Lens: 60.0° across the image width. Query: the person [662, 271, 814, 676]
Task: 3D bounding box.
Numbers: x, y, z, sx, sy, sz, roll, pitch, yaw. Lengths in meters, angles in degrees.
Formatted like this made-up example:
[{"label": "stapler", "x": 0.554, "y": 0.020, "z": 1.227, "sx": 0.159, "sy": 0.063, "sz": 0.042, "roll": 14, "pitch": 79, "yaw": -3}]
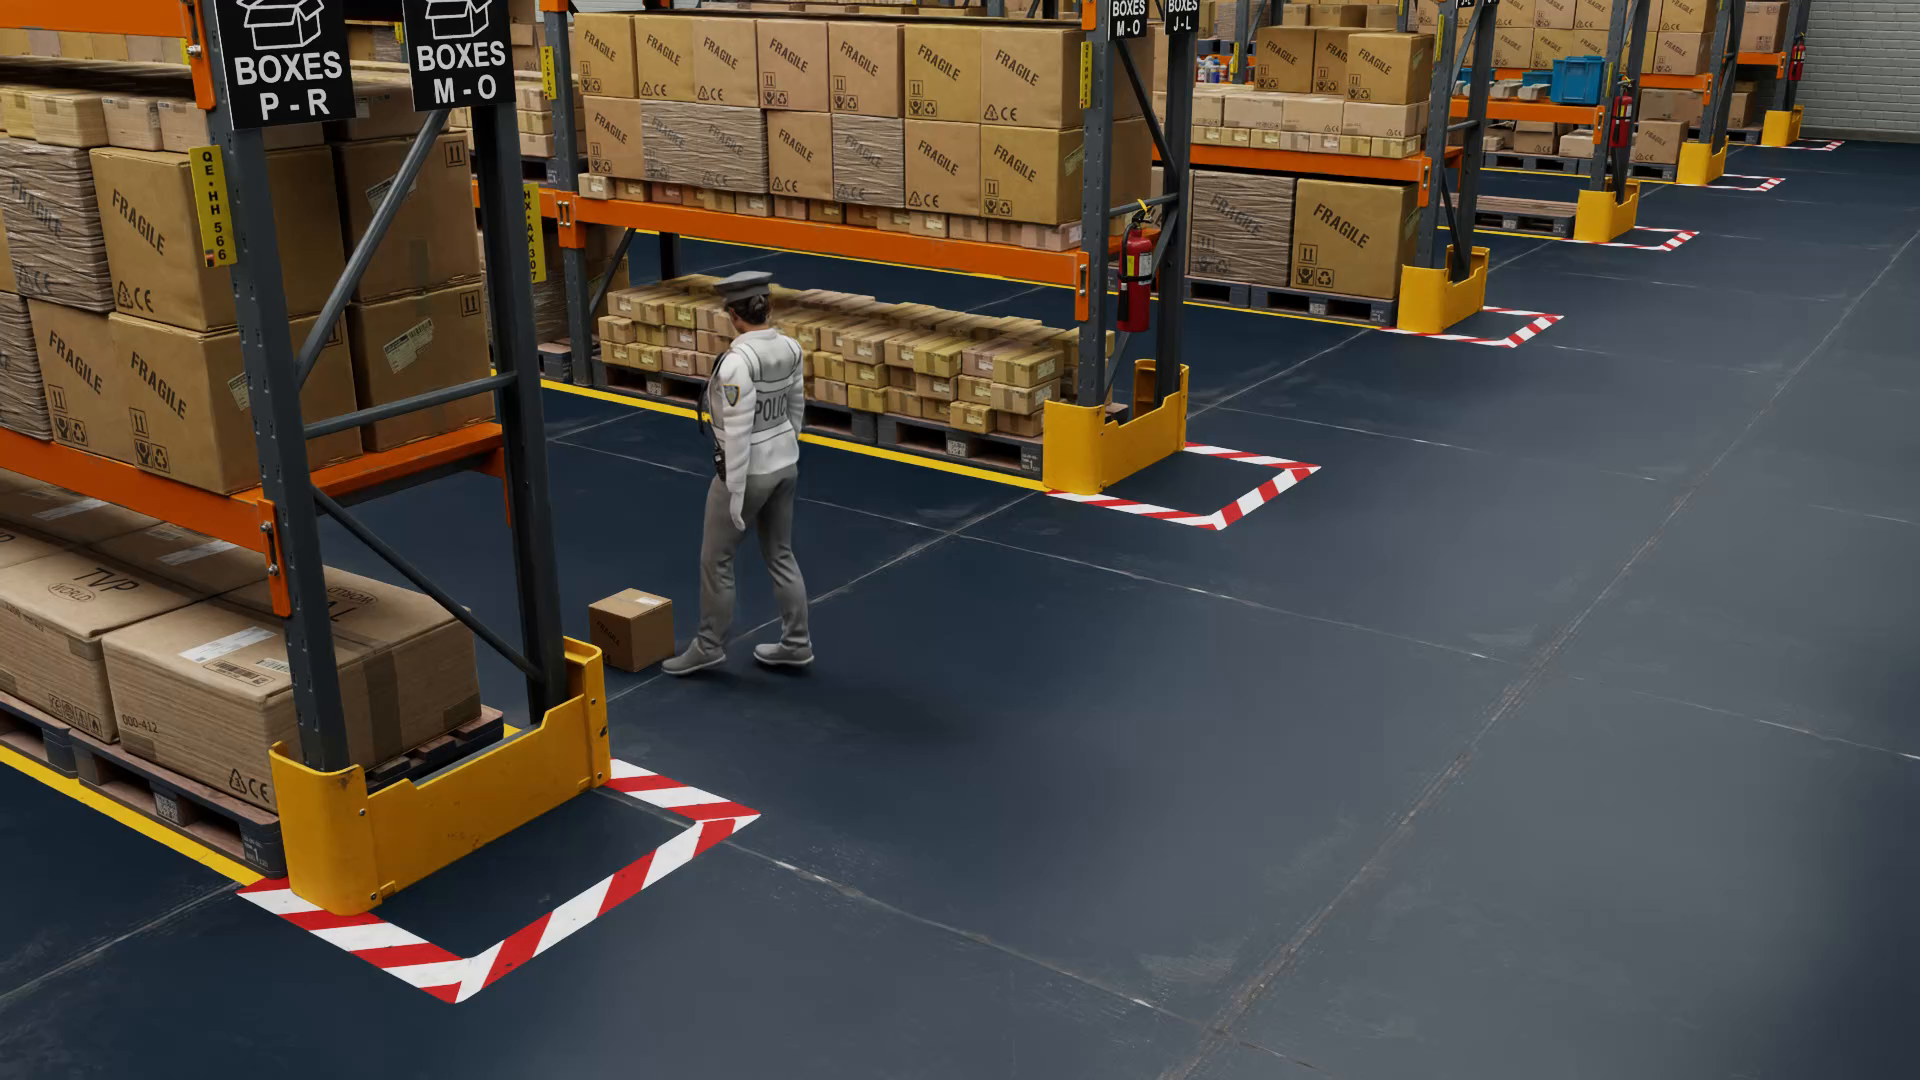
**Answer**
[{"label": "person", "x": -0.898, "y": -0.256, "z": 6.754, "sx": 0.572, "sy": 1.680, "sz": 0.523, "roll": 11, "pitch": 23, "yaw": 28}]
